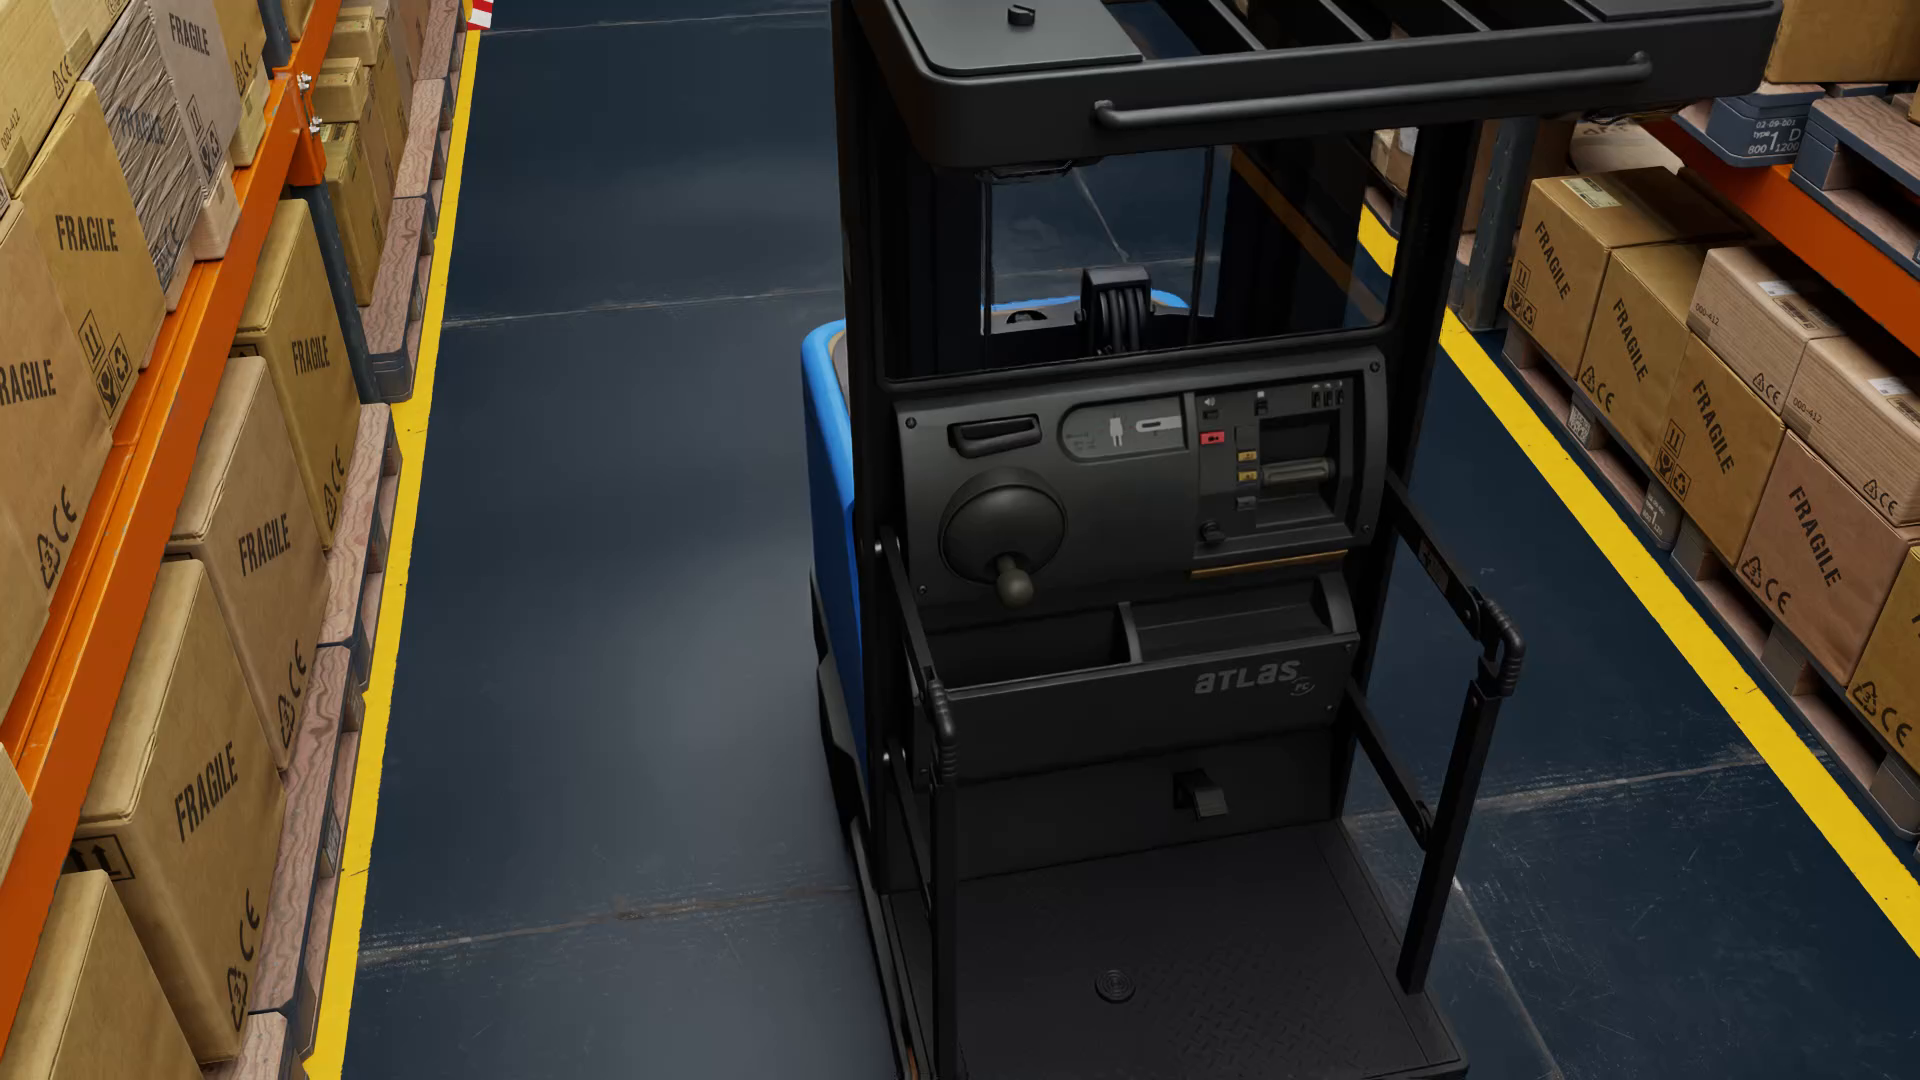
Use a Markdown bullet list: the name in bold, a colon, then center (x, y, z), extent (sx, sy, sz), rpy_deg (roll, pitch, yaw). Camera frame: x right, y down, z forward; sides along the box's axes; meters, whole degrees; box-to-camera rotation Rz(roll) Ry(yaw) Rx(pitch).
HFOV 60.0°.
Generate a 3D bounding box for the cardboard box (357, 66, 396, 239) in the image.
- **cardboard box**: center (-2.593, -1.459, 6.378), extent (0.700, 0.500, 0.500), rpy_deg (-7, 38, -8)

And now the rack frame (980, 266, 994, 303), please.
- **rack frame**: center (-0.019, -0.422, 5.059), extent (0.240, 0.900, 0.006), rpy_deg (-6, 38, -8)

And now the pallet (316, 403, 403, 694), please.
- **pallet**: center (-2.268, 0.045, 5.020), extent (1.003, 0.211, 1.213), rpy_deg (-6, 38, -8)

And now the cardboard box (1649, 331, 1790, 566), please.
- **cardboard box**: center (2.428, -0.293, 4.862), extent (0.500, 0.500, 0.500), rpy_deg (-6, 38, -7)

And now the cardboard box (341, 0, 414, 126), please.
- **cardboard box**: center (-2.781, -2.091, 7.191), extent (0.700, 0.500, 0.500), rpy_deg (-7, 38, -9)

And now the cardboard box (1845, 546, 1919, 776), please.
- **cardboard box**: center (2.614, 0.328, 4.061), extent (0.500, 0.500, 0.500), rpy_deg (-8, 38, -10)

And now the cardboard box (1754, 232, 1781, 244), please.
- **cardboard box**: center (2.846, -0.669, 5.345), extent (0.500, 0.500, 0.500), rpy_deg (-6, 38, -8)

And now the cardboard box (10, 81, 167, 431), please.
- **cardboard box**: center (-1.877, -0.514, 3.127), extent (0.500, 0.500, 0.500), rpy_deg (-5, 38, -7)

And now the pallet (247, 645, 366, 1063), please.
- **pallet**: center (-2.051, 0.784, 4.069), extent (1.003, 0.211, 1.213), rpy_deg (-6, 38, -8)

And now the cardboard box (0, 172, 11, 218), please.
- **cardboard box**: center (-1.789, -0.487, 2.480), extent (0.500, 0.250, 0.500), rpy_deg (-6, 38, -8)

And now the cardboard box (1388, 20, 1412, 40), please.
- **cardboard box**: center (2.064, -2.371, 7.533), extent (0.797, 0.503, 0.637), rpy_deg (-6, 38, -8)

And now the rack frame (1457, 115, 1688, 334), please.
- **rack frame**: center (2.399, -2.049, 5.442), extent (1.000, 3.000, 0.127), rpy_deg (-6, 38, -8)

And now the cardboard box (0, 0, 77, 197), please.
- **cardboard box**: center (-1.884, -0.795, 2.876), extent (0.500, 0.250, 0.500), rpy_deg (-7, 38, -9)

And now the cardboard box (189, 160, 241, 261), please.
- **cardboard box**: center (-1.967, -0.784, 4.003), extent (0.380, 0.149, 0.250), rpy_deg (-6, 38, -8)

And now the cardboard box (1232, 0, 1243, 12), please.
- **cardboard box**: center (1.601, -2.892, 8.410), extent (0.500, 0.250, 0.500), rpy_deg (-6, 38, -8)

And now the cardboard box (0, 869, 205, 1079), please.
- **cardboard box**: center (-1.776, 1.127, 2.764), extent (0.750, 0.750, 0.750), rpy_deg (-7, 38, -9)

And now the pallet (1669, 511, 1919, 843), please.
- **pallet**: center (2.796, 0.278, 4.720), extent (1.003, 0.211, 1.213), rpy_deg (-6, 38, -8)

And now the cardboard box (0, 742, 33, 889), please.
- **cardboard box**: center (-1.605, 0.447, 2.418), extent (0.380, 0.149, 0.250), rpy_deg (-5, 38, -7)

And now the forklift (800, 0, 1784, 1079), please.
- **forklift**: center (0.396, -0.041, 2.913), extent (1.130, 2.935, 3.031), rpy_deg (-8, 38, -10)

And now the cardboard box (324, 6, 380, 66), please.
- **cardboard box**: center (-2.480, -1.953, 6.485), extent (0.380, 0.149, 0.250), rpy_deg (-7, 38, -9)

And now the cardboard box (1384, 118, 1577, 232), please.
- **cardboard box**: center (2.019, -1.549, 6.478), extent (0.500, 0.500, 0.500), rpy_deg (-6, 38, -8)

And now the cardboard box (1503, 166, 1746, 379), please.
- **cardboard box**: center (2.243, -0.917, 5.664), extent (0.500, 0.500, 0.500), rpy_deg (-8, 39, -10)

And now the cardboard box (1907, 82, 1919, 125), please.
- **cardboard box**: center (2.769, -1.194, 3.918), extent (0.700, 0.500, 0.500), rpy_deg (-16, 41, -19)

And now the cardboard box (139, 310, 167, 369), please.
- **cardboard box**: center (-1.960, -0.477, 3.607), extent (0.380, 0.149, 0.250), rpy_deg (-7, 38, -9)

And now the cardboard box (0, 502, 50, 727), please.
- **cardboard box**: center (-1.692, 0.099, 2.337), extent (0.500, 0.500, 0.500), rpy_deg (-5, 38, -6)

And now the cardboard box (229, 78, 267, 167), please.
- **cardboard box**: center (-2.072, -1.099, 4.408), extent (0.380, 0.149, 0.250), rpy_deg (-6, 38, -7)

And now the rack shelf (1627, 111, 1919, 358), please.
- **rack shelf**: center (2.749, -0.557, 4.108), extent (1.077, 0.370, 4.000), rpy_deg (-6, 38, -8)

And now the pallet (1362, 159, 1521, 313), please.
- **pallet**: center (2.279, -1.362, 6.832), extent (1.003, 0.211, 1.213), rpy_deg (-6, 38, -8)

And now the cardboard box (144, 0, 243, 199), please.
- **cardboard box**: center (-2.049, -1.120, 3.906), extent (0.500, 0.500, 0.500), rpy_deg (-6, 38, -8)

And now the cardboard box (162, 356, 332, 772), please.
- **cardboard box**: center (-2.077, 0.084, 4.106), extent (0.750, 0.750, 0.750), rpy_deg (-5, 38, -7)

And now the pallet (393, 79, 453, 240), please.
- **pallet**: center (-2.751, -1.619, 7.162), extent (1.003, 0.211, 1.213), rpy_deg (-6, 38, -8)

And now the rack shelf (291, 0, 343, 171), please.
- **rack shelf**: center (-2.828, -2.438, 6.529), extent (1.077, 0.370, 4.000), rpy_deg (-6, 38, -8)

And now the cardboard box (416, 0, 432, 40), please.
- **cardboard box**: center (-2.958, -2.696, 7.971), extent (0.700, 0.500, 0.500), rpy_deg (-6, 38, -8)

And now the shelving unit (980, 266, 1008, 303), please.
- **shelving unit**: center (-0.001, -0.360, 4.980), extent (0.258, 0.900, 0.210), rpy_deg (-6, 38, -8)

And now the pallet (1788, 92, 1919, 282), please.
- **pallet**: center (2.754, -0.731, 3.903), extent (1.003, 0.211, 1.213), rpy_deg (-6, 38, -8)

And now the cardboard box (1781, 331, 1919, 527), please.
- **cardboard box**: center (2.507, -0.306, 4.267), extent (0.500, 0.250, 0.500), rpy_deg (-7, 38, -9)
